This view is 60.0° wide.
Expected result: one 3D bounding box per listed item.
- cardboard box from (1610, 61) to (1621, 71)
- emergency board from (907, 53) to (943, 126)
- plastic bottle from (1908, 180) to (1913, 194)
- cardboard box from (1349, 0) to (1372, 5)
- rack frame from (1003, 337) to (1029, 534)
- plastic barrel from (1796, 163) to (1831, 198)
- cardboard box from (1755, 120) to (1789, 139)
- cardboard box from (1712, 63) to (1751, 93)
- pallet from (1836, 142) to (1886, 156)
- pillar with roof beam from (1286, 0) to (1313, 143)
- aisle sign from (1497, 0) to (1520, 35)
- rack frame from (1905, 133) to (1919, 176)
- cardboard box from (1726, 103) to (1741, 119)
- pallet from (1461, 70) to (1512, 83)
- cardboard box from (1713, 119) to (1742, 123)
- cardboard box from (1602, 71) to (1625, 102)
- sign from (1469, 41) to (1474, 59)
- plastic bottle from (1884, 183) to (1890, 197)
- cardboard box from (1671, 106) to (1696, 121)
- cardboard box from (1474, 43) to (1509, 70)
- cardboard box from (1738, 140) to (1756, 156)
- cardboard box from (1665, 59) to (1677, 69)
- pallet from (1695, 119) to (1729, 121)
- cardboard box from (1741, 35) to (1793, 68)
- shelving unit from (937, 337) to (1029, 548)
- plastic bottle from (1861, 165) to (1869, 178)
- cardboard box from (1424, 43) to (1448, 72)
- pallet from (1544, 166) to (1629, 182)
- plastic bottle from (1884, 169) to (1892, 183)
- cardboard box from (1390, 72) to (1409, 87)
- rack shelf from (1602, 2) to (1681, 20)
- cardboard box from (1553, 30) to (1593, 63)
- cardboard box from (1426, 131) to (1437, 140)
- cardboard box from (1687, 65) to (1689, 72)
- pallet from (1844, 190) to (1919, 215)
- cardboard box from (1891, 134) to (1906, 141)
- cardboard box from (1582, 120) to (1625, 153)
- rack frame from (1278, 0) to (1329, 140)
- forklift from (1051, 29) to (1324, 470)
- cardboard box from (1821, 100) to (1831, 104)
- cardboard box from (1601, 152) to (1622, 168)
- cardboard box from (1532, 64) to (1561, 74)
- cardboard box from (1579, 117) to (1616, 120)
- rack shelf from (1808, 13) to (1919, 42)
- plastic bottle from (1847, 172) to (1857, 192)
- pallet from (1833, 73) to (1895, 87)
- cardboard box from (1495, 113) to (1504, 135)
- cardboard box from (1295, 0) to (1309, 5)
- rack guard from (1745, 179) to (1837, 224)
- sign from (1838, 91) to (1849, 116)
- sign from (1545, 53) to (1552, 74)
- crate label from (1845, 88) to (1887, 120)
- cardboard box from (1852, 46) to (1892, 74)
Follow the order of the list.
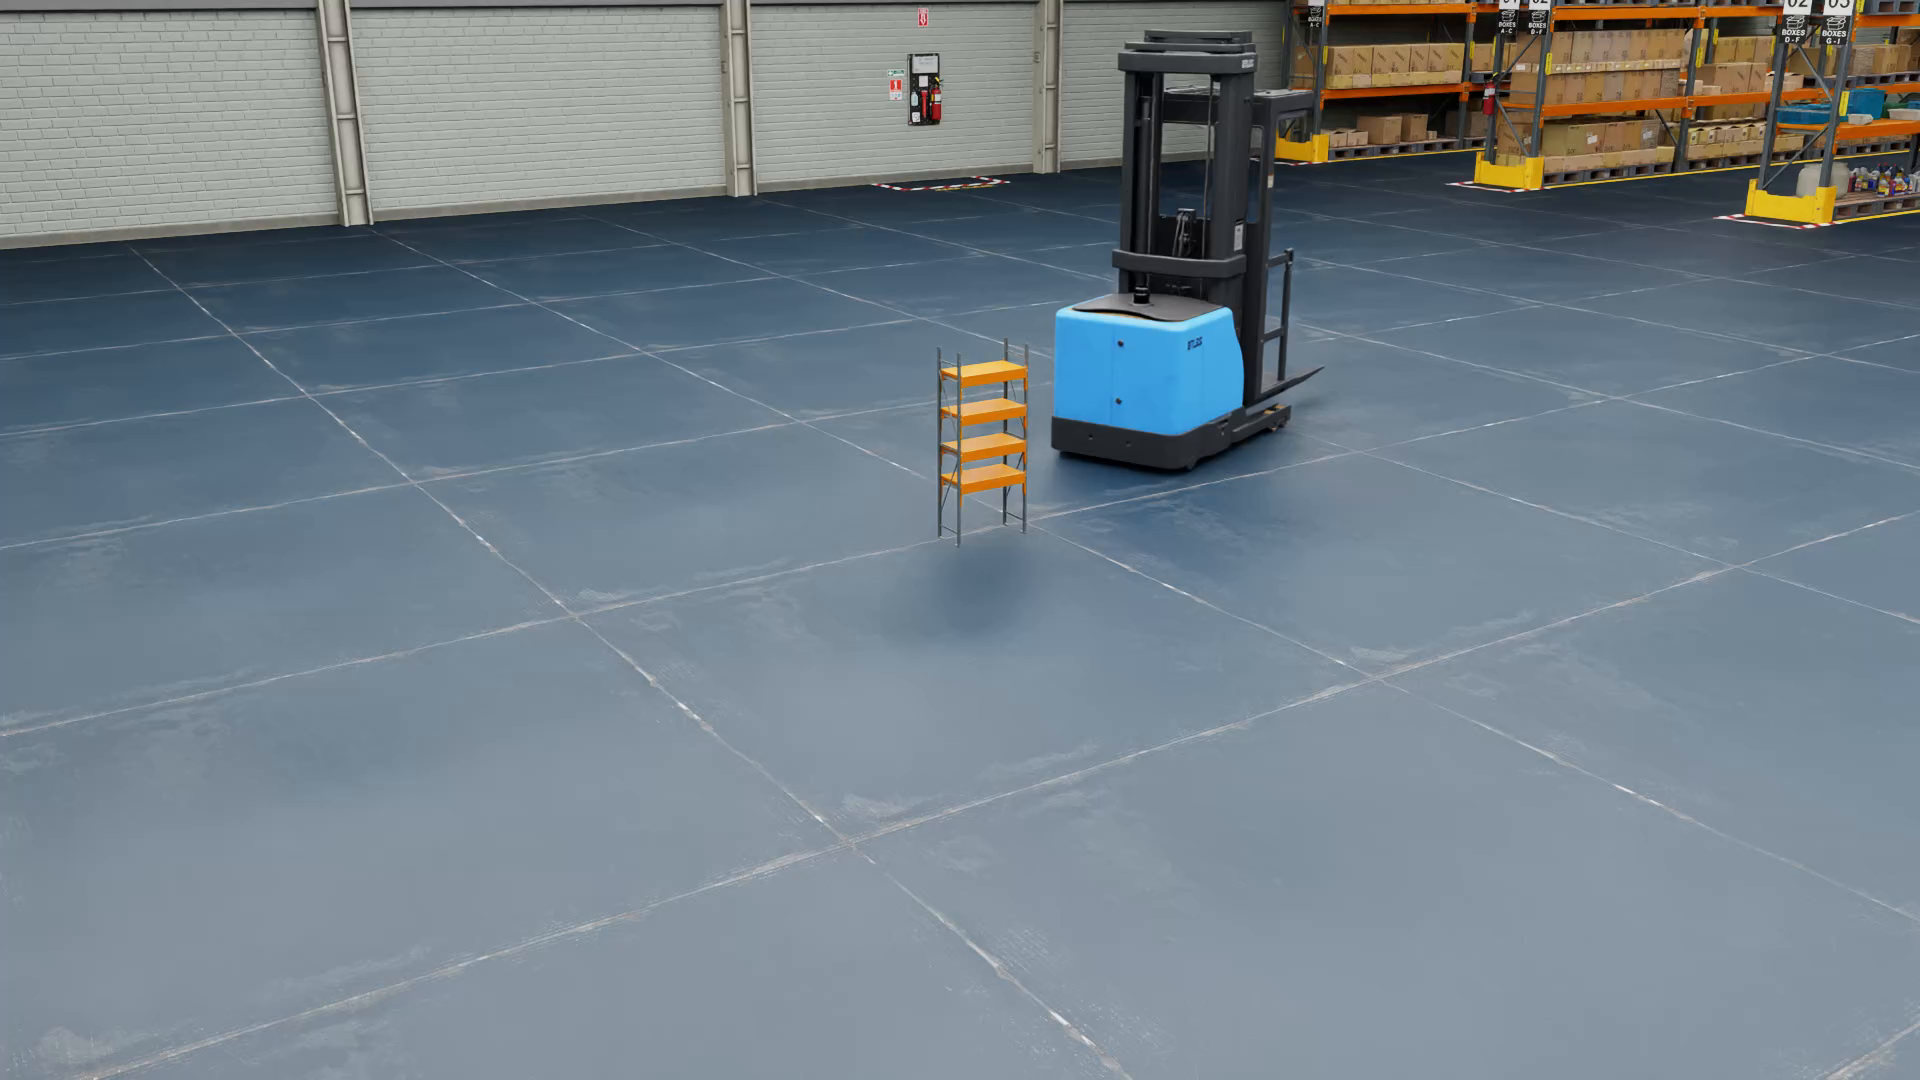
[{"bbox_3d":[10.894,-7.994,28.039,0.250,0.149,0.380,-12,22,-31],"label":"cardboard box"},{"bbox_3d":[-0.551,-7.555,27.908,0.643,1.169,0.194,-12,22,-31],"label":"emergency board"},{"bbox_3d":[14.195,-5.283,24.869,0.097,0.201,0.097,0,19,0],"label":"plastic bottle"},{"bbox_3d":[7.321,-10.237,30.971,0.500,0.500,0.500,-10,21,-28],"label":"cardboard box"},{"bbox_3d":[0.342,-0.641,10.266,0.015,1.200,0.240,-12,22,-31],"label":"rack frame"},{"bbox_3d":[12.393,-5.189,24.138,0.421,0.512,0.421,0,19,0],"label":"plastic barrel"},{"bbox_3d":[15.113,-7.677,31.033,0.500,0.311,0.500,-12,22,-32],"label":"cardboard box"},{"bbox_3d":[14.013,-8.422,30.316,0.500,0.500,0.500,-12,22,-31],"label":"cardboard box"},{"bbox_3d":[17.507,-7.781,32.930,1.213,0.211,1.003,-12,22,-31],"label":"pallet"},{"bbox_3d":[8.913,-10.727,27.924,0.400,9.000,9.100,-12,22,-31],"label":"pillar with roof beam"},{"bbox_3d":[8.947,-8.656,27.107,0.004,0.787,0.394,-12,22,-31],"label":"aisle sign"},{"bbox_3d":[15.226,-6.737,25.488,0.127,3.000,1.000,-12,22,-31],"label":"rack frame"},{"bbox_3d":[17.561,-10.002,38.395,0.500,0.500,0.700,-12,22,-32],"label":"cardboard box"},{"bbox_3d":[10.495,-9.391,33.640,1.213,0.211,1.003,-12,22,-31],"label":"pallet"},{"bbox_3d":[14.385,-7.731,31.191,0.500,0.311,0.500,-13,22,-33],"label":"cardboard box"},{"bbox_3d":[10.852,-7.757,28.351,0.500,0.500,0.700,-11,22,-30],"label":"cardboard box"},{"bbox_3d":[10.082,-9.653,32.762,0.005,0.325,0.100,-12,22,-31],"label":"sign"},{"bbox_3d":[13.657,-5.169,24.534,0.097,0.201,0.097,0,19,0],"label":"plastic bottle"},{"bbox_3d":[15.987,-9.827,37.330,0.750,0.750,0.750,-12,22,-31],"label":"cardboard box"},{"bbox_3d":[10.691,-9.819,33.763,0.500,0.500,0.700,-9,21,-26],"label":"cardboard box"},{"bbox_3d":[14.262,-7.234,30.598,0.500,0.250,0.500,-11,22,-30],"label":"cardboard box"},{"bbox_3d":[12.188,-8.269,28.851,0.250,0.149,0.380,-12,22,-33],"label":"cardboard box"},{"bbox_3d":[17.136,-9.588,38.275,1.213,0.211,1.003,-12,22,-31],"label":"pallet"},{"bbox_3d":[18.777,-11.419,38.869,0.700,0.700,0.980,-12,22,-32],"label":"cardboard box"},{"bbox_3d":[0.138,-0.598,10.139,0.503,1.200,0.258,-12,22,-31],"label":"shelving unit"},{"bbox_3d":[13.811,-5.551,25.430,0.185,0.351,0.144,-12,22,-32],"label":"plastic bottle"},{"bbox_3d":[9.138,-9.425,32.471,0.500,0.500,0.500,-12,22,-32],"label":"cardboard box"},{"bbox_3d":[10.797,-6.396,28.835,1.213,0.211,1.003,-12,22,-31],"label":"pallet"},{"bbox_3d":[14.269,-5.564,25.591,0.097,0.271,0.097,0,19,0],"label":"plastic bottle"},{"bbox_3d":[8.296,-8.893,32.070,0.500,0.250,0.500,-12,22,-31],"label":"cardboard box"},{"bbox_3d":[14.788,-11.524,36.087,4.000,0.370,1.077,-12,22,-31],"label":"rack shelf"},{"bbox_3d":[10.041,-8.202,27.640,0.500,0.500,0.700,-13,22,-33],"label":"cardboard box"},{"bbox_3d":[9.347,-8.151,33.407,0.250,0.166,0.380,-16,24,-38],"label":"cardboard box"},{"bbox_3d":[16.134,-10.500,36.981,0.250,0.149,0.380,-11,22,-30],"label":"cardboard box"},{"bbox_3d":[13.622,-5.092,24.978,1.213,0.211,1.003,-12,22,-31],"label":"pallet"},{"bbox_3d":[18.514,-8.247,33.172,0.500,0.500,0.500,-12,22,-31],"label":"cardboard box"},{"bbox_3d":[10.988,-6.908,28.461,0.500,0.500,0.500,-12,22,-31],"label":"cardboard box"},{"bbox_3d":[6.436,-8.682,31.242,0.127,3.000,1.000,-12,22,-31],"label":"rack frame"},{"bbox_3d":[1.902,-2.290,12.442,1.130,2.935,3.031,12,22,32],"label":"forklift"},{"bbox_3d":[17.394,-8.566,32.945,0.500,0.250,0.500,-12,22,-32],"label":"cardboard box"},{"bbox_3d":[10.988,-6.553,28.582,0.500,0.250,0.500,-12,22,-31],"label":"cardboard box"},{"bbox_3d":[9.610,-7.724,27.239,0.250,0.149,0.380,-12,22,-32],"label":"cardboard box"},{"bbox_3d":[11.110,-7.140,29.147,0.500,0.500,0.500,-12,22,-31],"label":"cardboard box"},{"bbox_3d":[13.555,-7.465,24.081,4.000,0.370,1.077,-12,22,-31],"label":"rack shelf"},{"bbox_3d":[13.462,-5.403,25.098,0.133,0.283,0.061,-12,22,-31],"label":"plastic bottle"},{"bbox_3d":[17.467,-9.020,32.541,1.213,0.211,1.003,-12,22,-31],"label":"pallet"},{"bbox_3d":[10.786,-8.649,34.362,0.500,0.500,0.700,-12,22,-32],"label":"cardboard box"},{"bbox_3d":[6.645,-10.301,31.160,0.500,0.500,0.500,-10,21,-28],"label":"cardboard box"},{"bbox_3d":[11.922,-4.874,23.881,0.348,0.500,1.175,-12,22,-31],"label":"rack guard"},{"bbox_3d":[12.184,-6.015,22.922,0.005,0.325,0.100,-12,22,-31],"label":"sign"},{"bbox_3d":[9.464,-7.656,26.731,0.005,0.325,0.100,-12,22,-31],"label":"sign"},{"bbox_3d":[13.273,-6.445,24.571,0.616,0.435,0.502,-12,22,-31],"label":"crate label"},{"bbox_3d":[17.744,-9.390,32.524,0.700,0.500,0.500,16,24,39],"label":"cardboard box"}]
